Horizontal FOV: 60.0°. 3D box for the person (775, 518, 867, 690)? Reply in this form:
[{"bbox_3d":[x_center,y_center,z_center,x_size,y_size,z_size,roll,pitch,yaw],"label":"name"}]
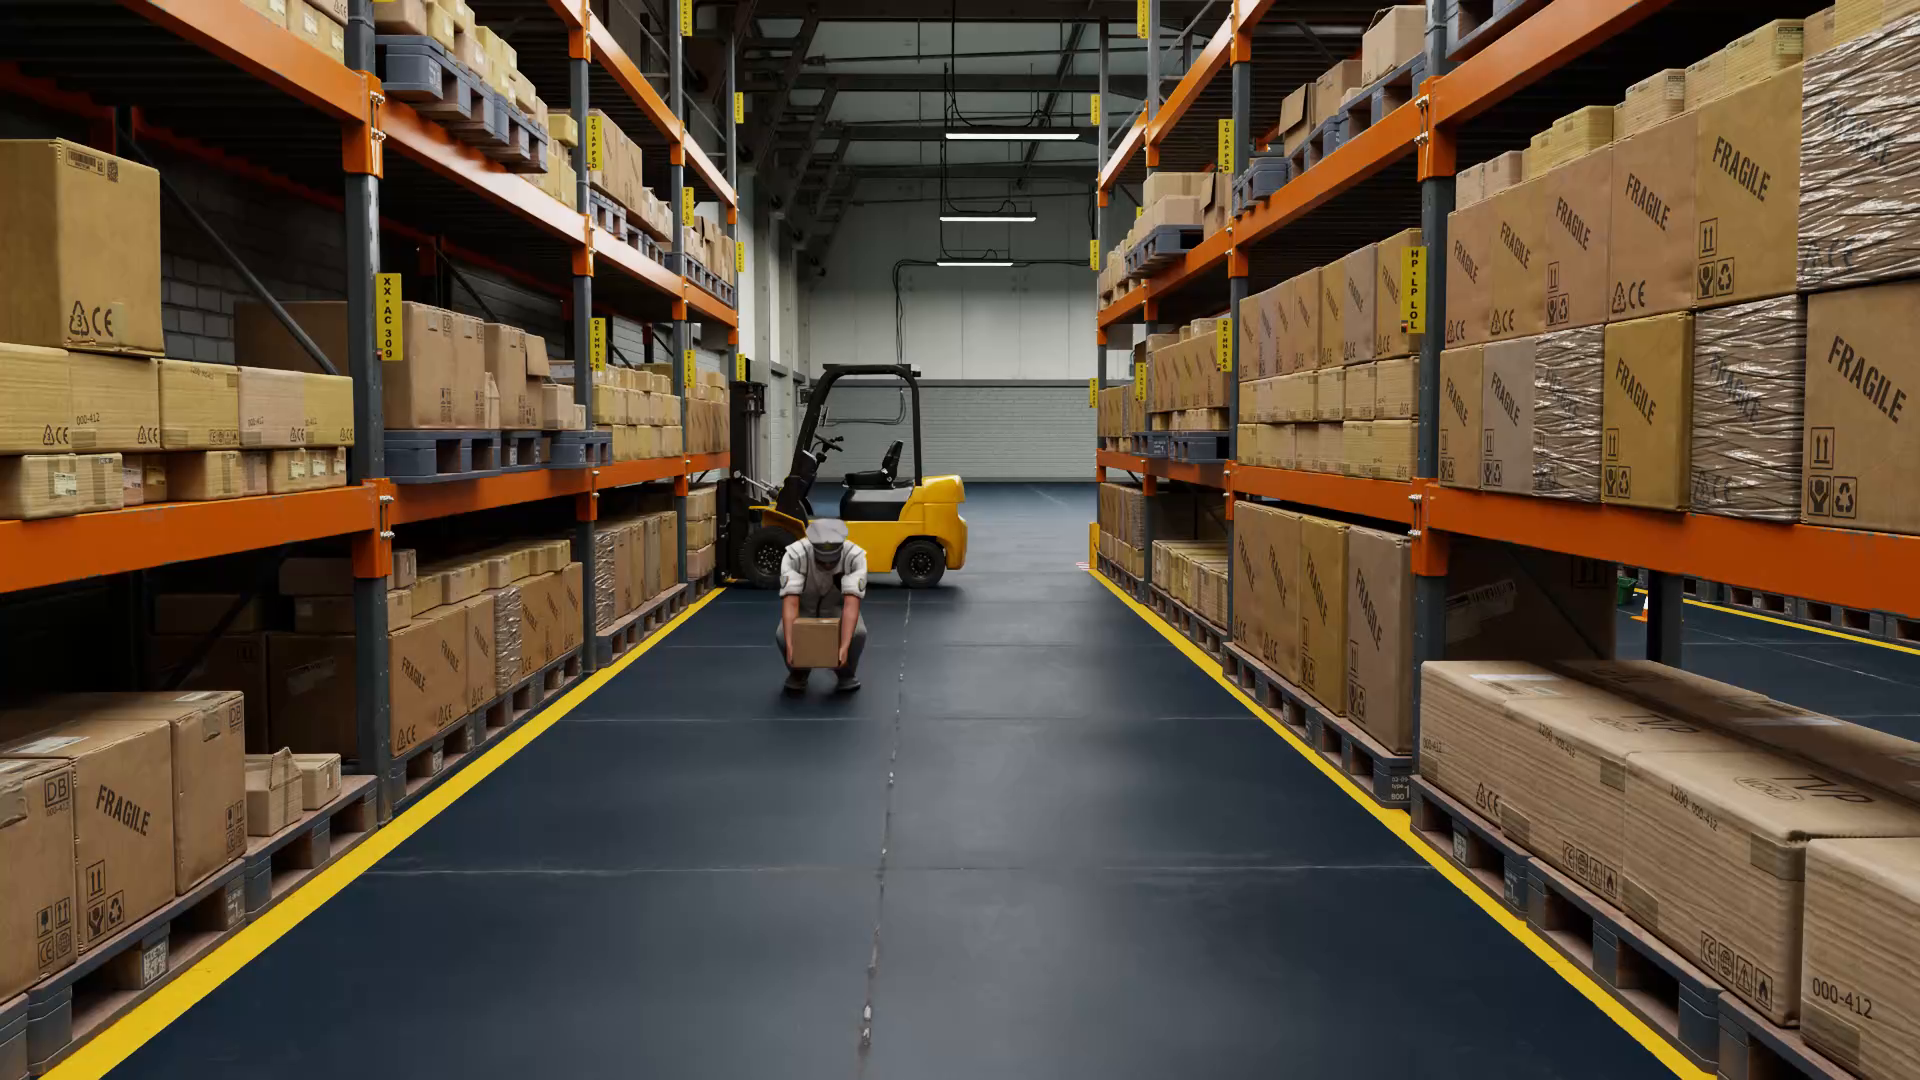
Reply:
[{"bbox_3d":[-0.803,0.373,9.658,0.533,1.025,0.919,0,4,-3],"label":"person"}]
